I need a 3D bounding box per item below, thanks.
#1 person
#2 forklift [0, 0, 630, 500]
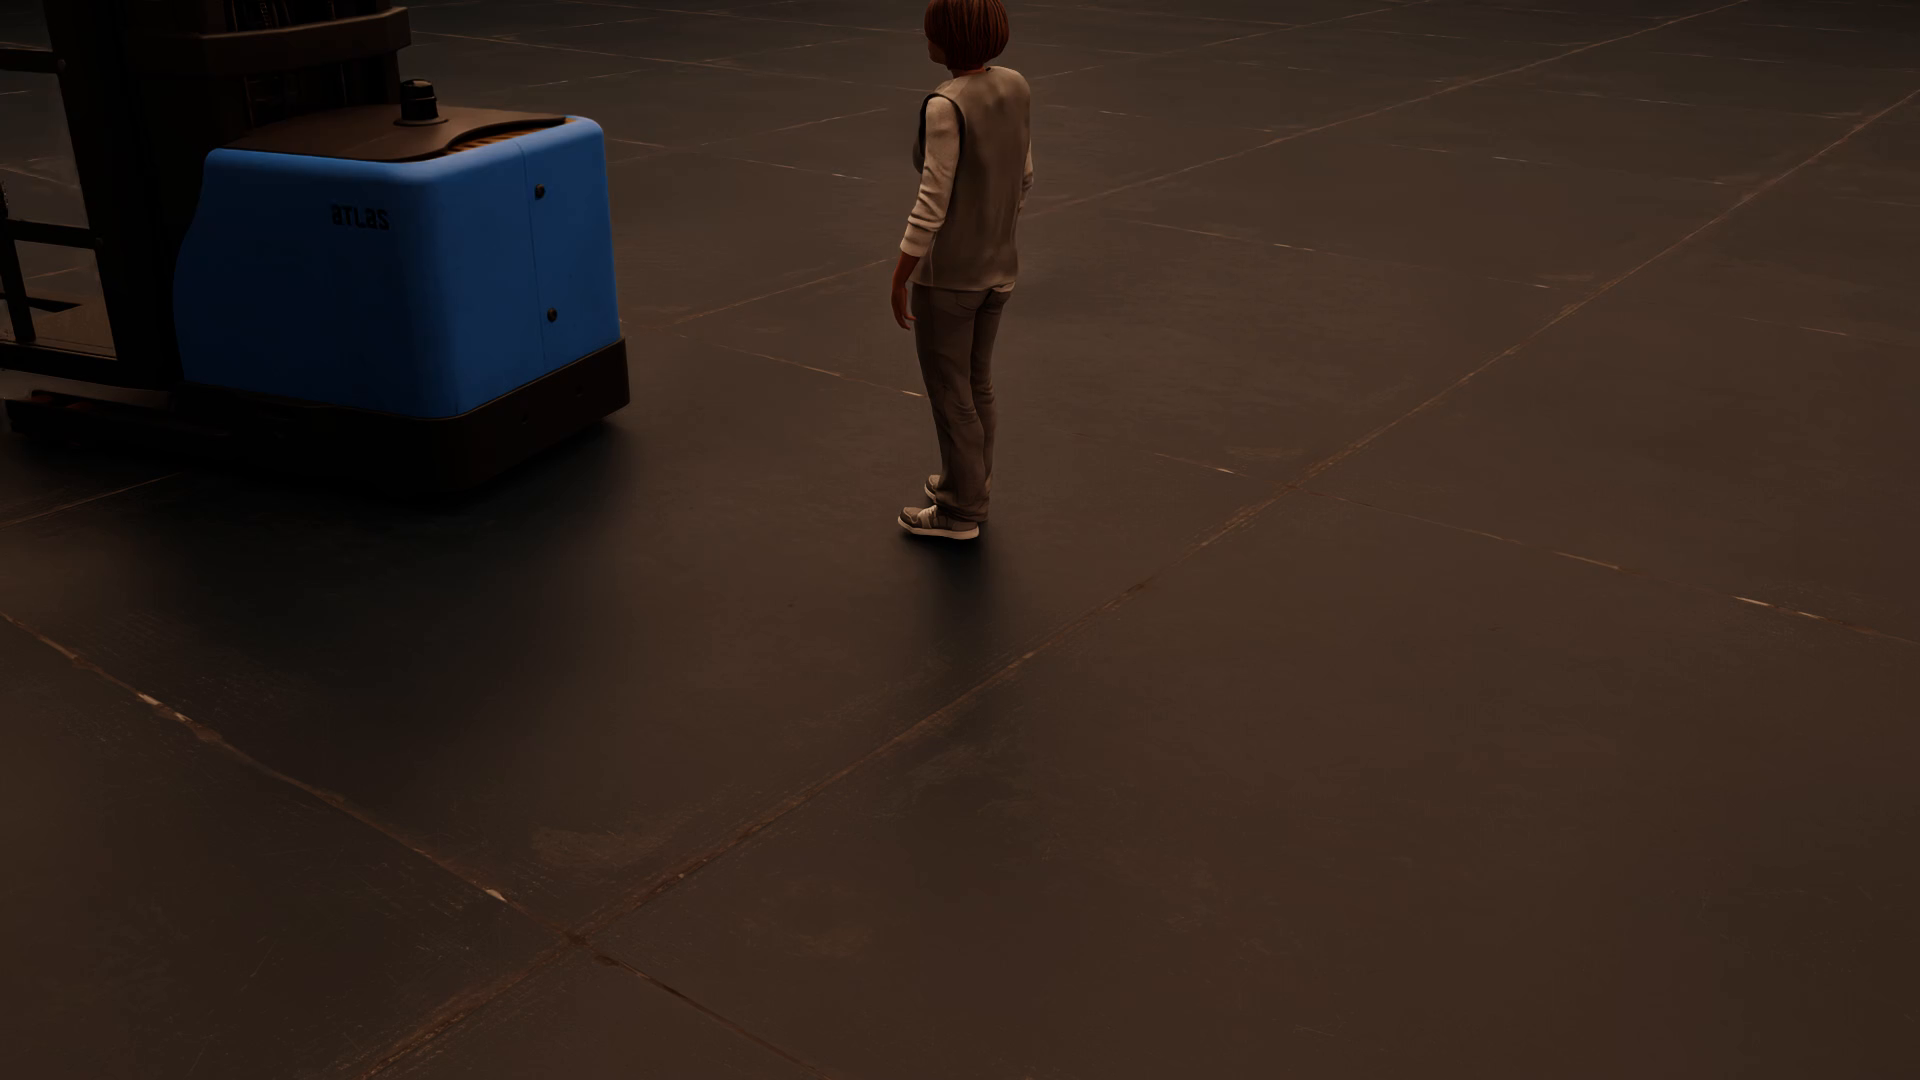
[{"bbox_3d":[-0.051,-0.759,4.747,0.473,1.592,0.520,17,29,34],"label":"person"},{"bbox_3d":[-2.753,-1.836,5.564,3.031,2.935,1.130,9,25,21],"label":"forklift"}]
